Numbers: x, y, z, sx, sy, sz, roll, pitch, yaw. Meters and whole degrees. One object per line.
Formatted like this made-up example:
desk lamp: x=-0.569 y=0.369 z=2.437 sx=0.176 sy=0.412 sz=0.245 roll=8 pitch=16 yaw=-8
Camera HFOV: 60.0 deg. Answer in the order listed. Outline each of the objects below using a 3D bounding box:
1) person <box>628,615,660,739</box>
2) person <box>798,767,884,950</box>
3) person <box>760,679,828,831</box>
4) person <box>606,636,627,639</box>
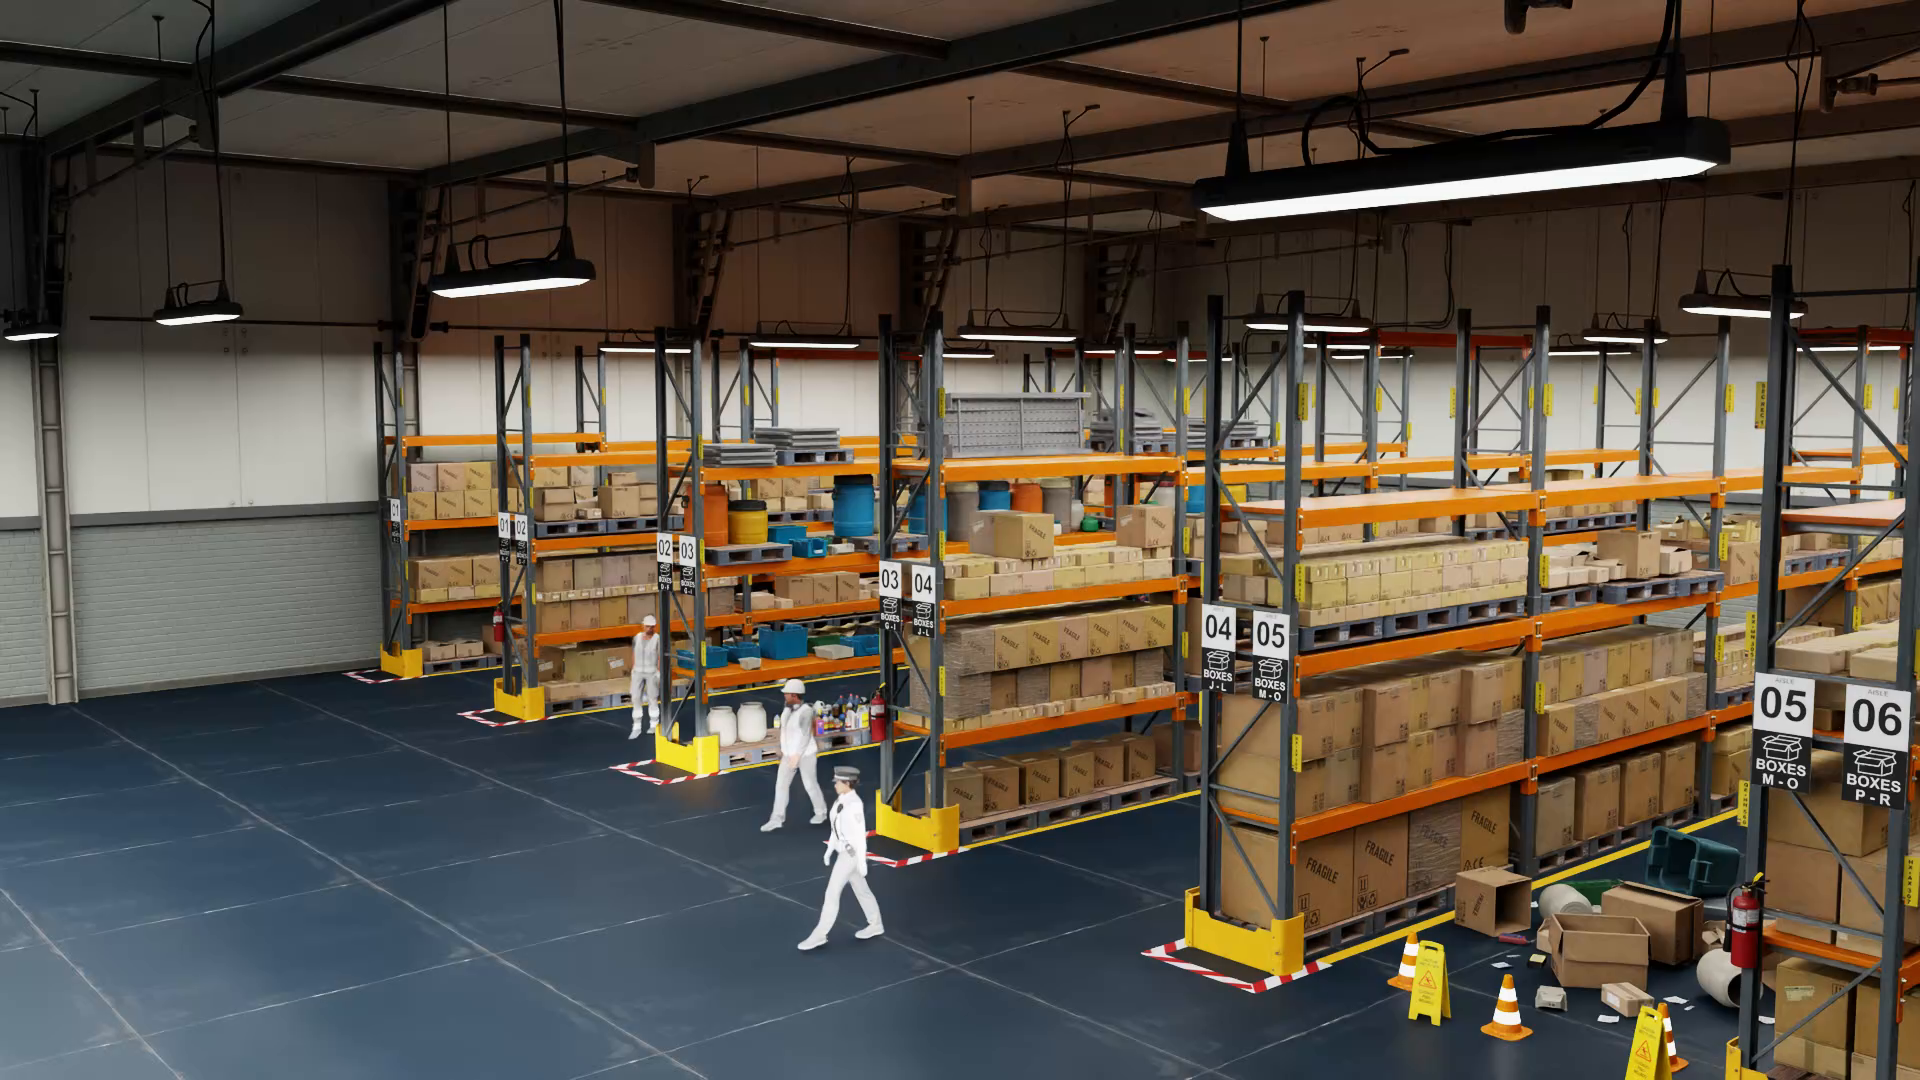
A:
person: x=-4.682 y=2.043 z=24.740 sx=0.565 sy=1.837 sz=0.586 roll=1 pitch=5 yaw=7
person: x=-1.120 y=2.920 z=15.479 sx=0.851 sy=1.634 sz=0.526 roll=-1 pitch=5 yaw=-13
person: x=-1.951 y=2.500 z=19.495 sx=0.568 sy=1.734 sz=0.924 roll=5 pitch=7 yaw=43
person: x=-6.355 y=1.528 z=30.882 sx=0.522 sy=1.602 sz=1.106 roll=2 pitch=6 yaw=23
